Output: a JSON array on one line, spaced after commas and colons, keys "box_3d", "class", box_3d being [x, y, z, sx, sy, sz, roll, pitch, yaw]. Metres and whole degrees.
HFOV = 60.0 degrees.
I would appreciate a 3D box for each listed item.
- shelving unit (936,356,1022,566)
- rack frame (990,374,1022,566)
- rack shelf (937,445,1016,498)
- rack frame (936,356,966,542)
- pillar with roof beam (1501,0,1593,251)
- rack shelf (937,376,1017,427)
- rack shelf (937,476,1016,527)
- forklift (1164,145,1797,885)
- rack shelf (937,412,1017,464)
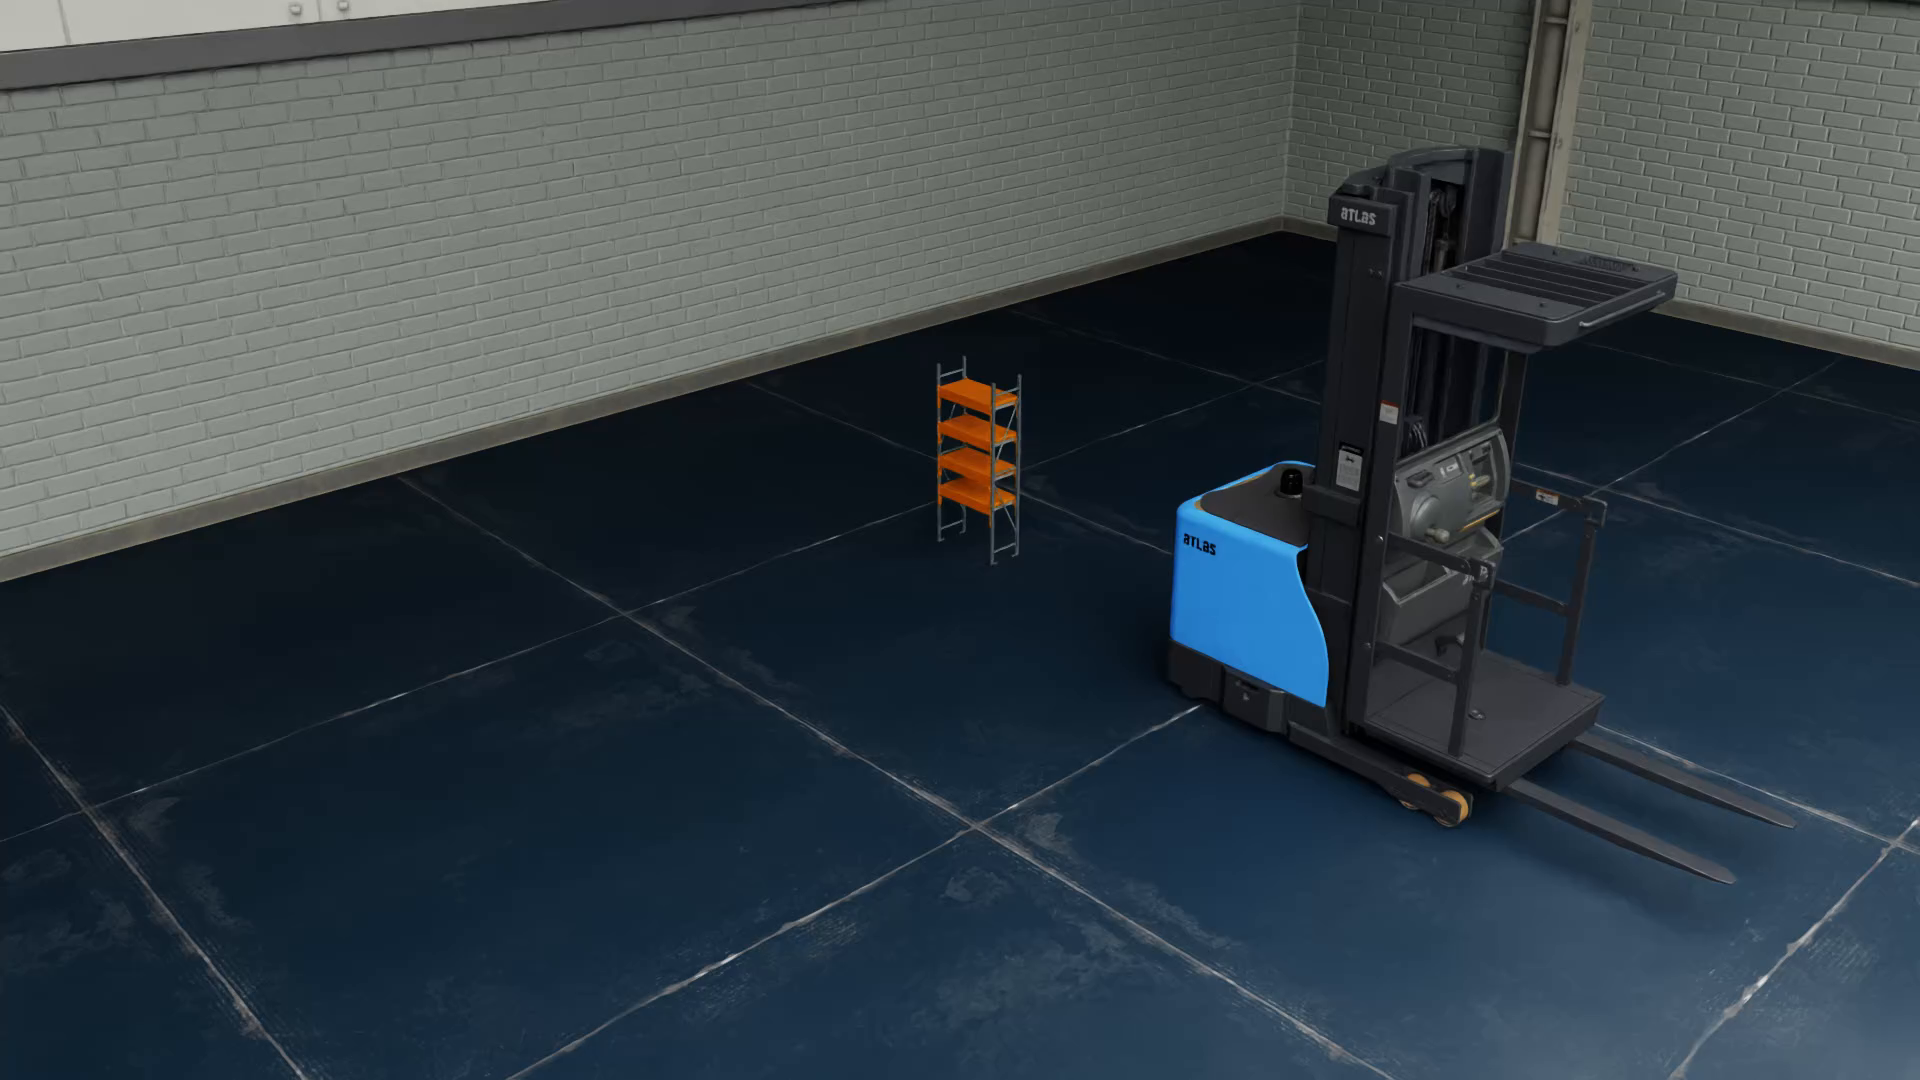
[{"box_3d": [0.113, -0.496, 10.391, 0.258, 1.200, 0.503, -21, 32, -38], "class": "shelving unit"}, {"box_3d": [0.280, -0.422, 10.229, 0.240, 1.200, 0.015, -21, 32, -38], "class": "rack frame"}, {"box_3d": [0.113, -0.435, 10.419, 0.258, 0.148, 0.480, -21, 32, -38], "class": "rack shelf"}, {"box_3d": [-0.054, -0.570, 10.553, 0.240, 1.200, 0.015, -21, 32, -38], "class": "rack frame"}, {"box_3d": [2.313, -5.325, 11.580, 9.100, 9.000, 0.400, -21, 32, -38], "class": "pillar with roof beam"}, {"box_3d": [0.113, -0.853, 10.228, 0.258, 0.148, 0.480, -21, 32, -38], "class": "rack shelf"}, {"box_3d": [0.113, -0.254, 10.501, 0.258, 0.148, 0.480, -21, 32, -38], "class": "rack shelf"}, {"box_3d": [2.473, -0.230, 7.724, 1.130, 2.935, 3.031, -21, 32, -38], "class": "forklift"}, {"box_3d": [0.113, -0.638, 10.326, 0.258, 0.148, 0.480, -21, 32, -38], "class": "rack shelf"}]
